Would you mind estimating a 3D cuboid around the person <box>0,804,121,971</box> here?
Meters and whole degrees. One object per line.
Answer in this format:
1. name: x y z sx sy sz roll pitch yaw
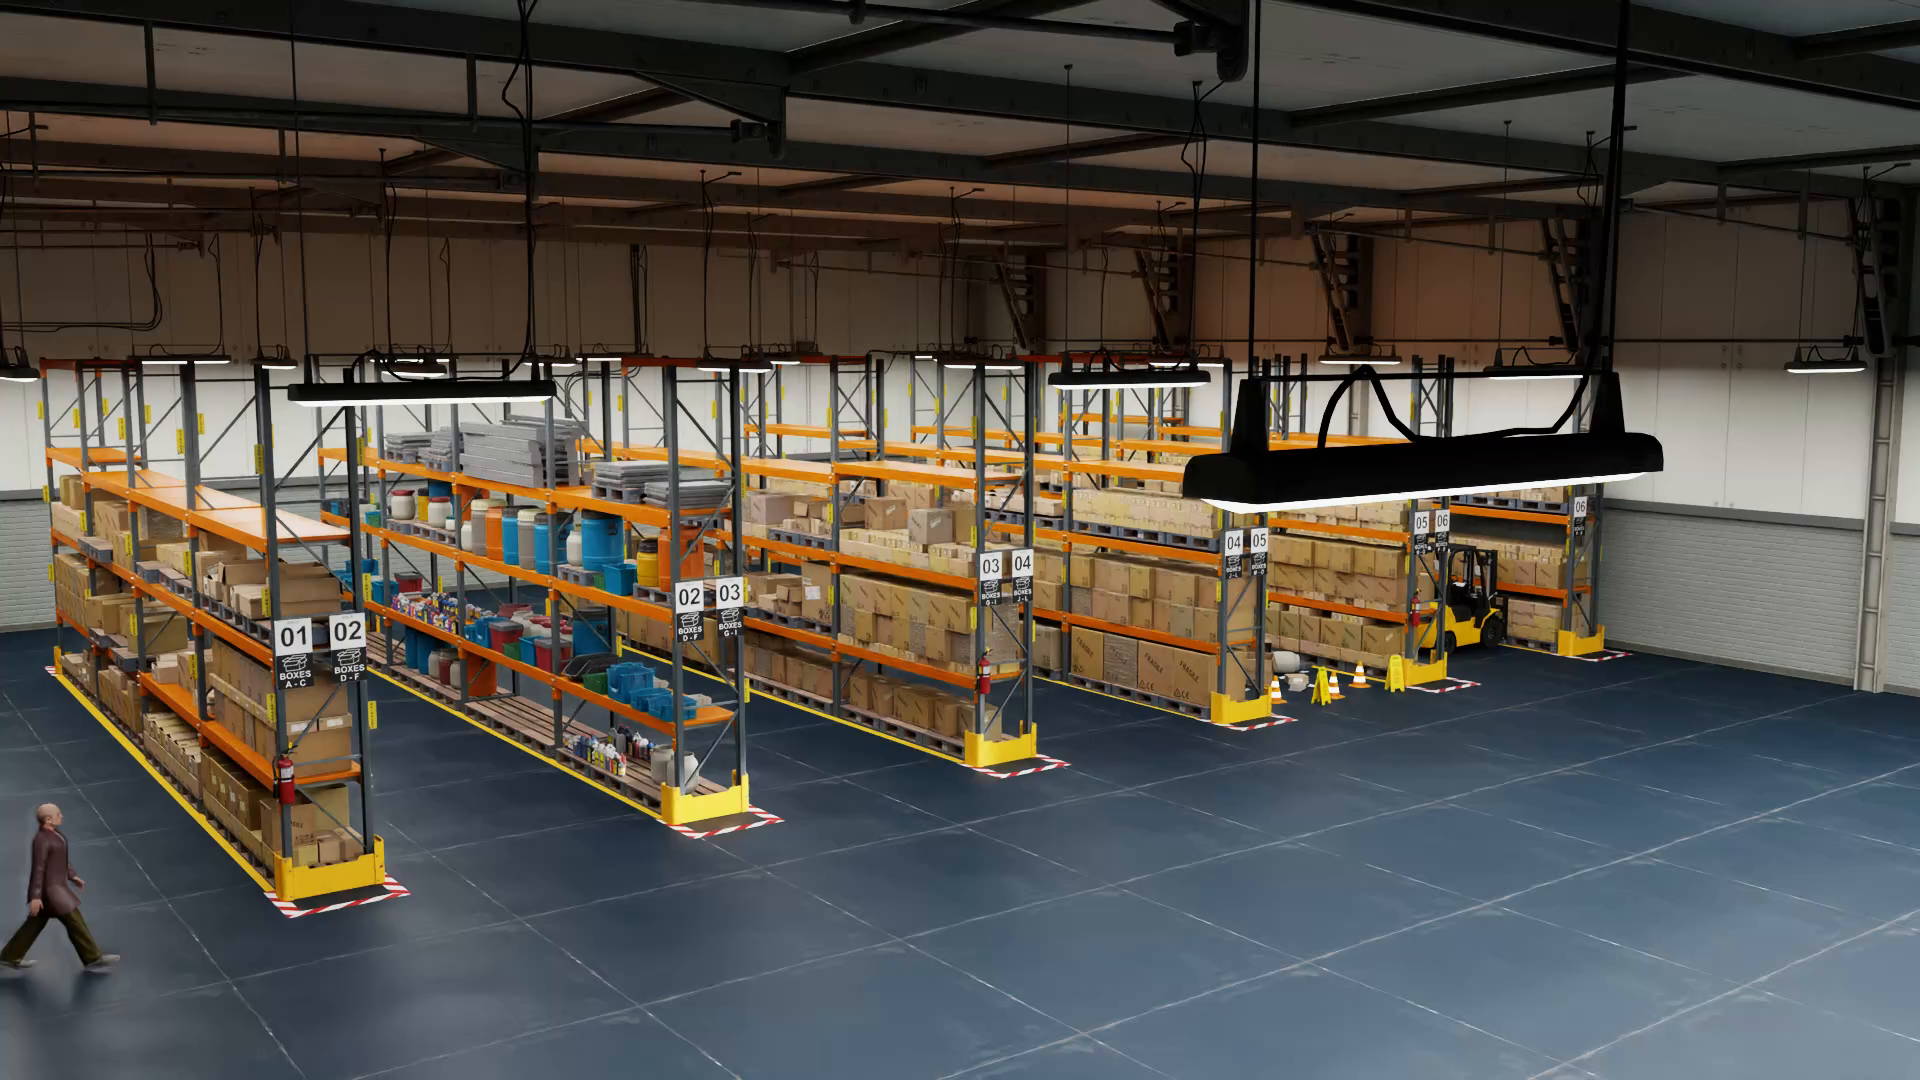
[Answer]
1. person: -9.053 3.478 16.614 1.146 1.733 0.658 -3 7 -21
